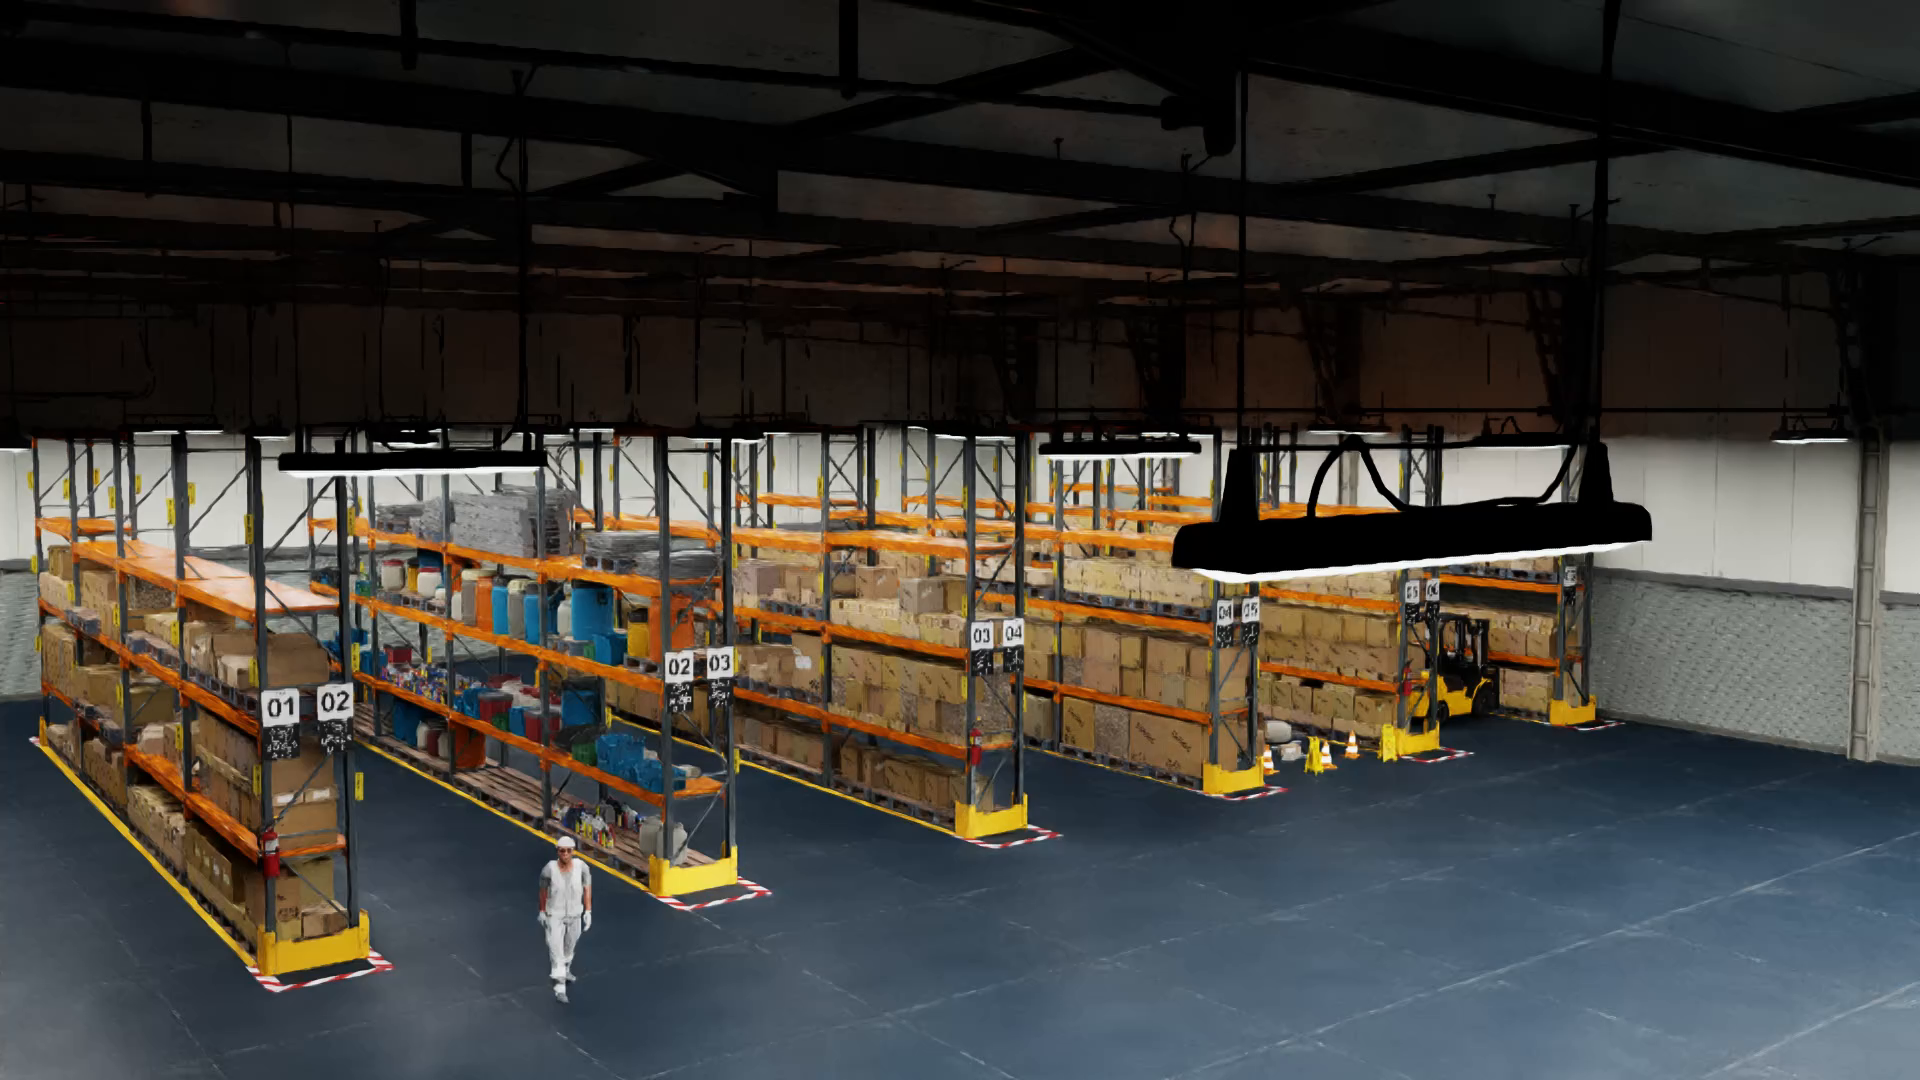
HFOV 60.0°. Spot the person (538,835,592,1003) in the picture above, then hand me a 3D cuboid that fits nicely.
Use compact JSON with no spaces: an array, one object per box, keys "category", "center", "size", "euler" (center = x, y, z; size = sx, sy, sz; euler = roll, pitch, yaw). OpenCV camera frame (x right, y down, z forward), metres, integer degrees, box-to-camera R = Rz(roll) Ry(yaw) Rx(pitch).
[{"category":"person","center":[-4.246,4.042,17.968],"size":[0.534,1.726,1.038],"euler":[-2,5,-27]}]

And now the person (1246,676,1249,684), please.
[{"category":"person","center":[6.299,2.573,36.325],"size":[0.494,1.786,0.606],"euler":[0,4,-6]}]
